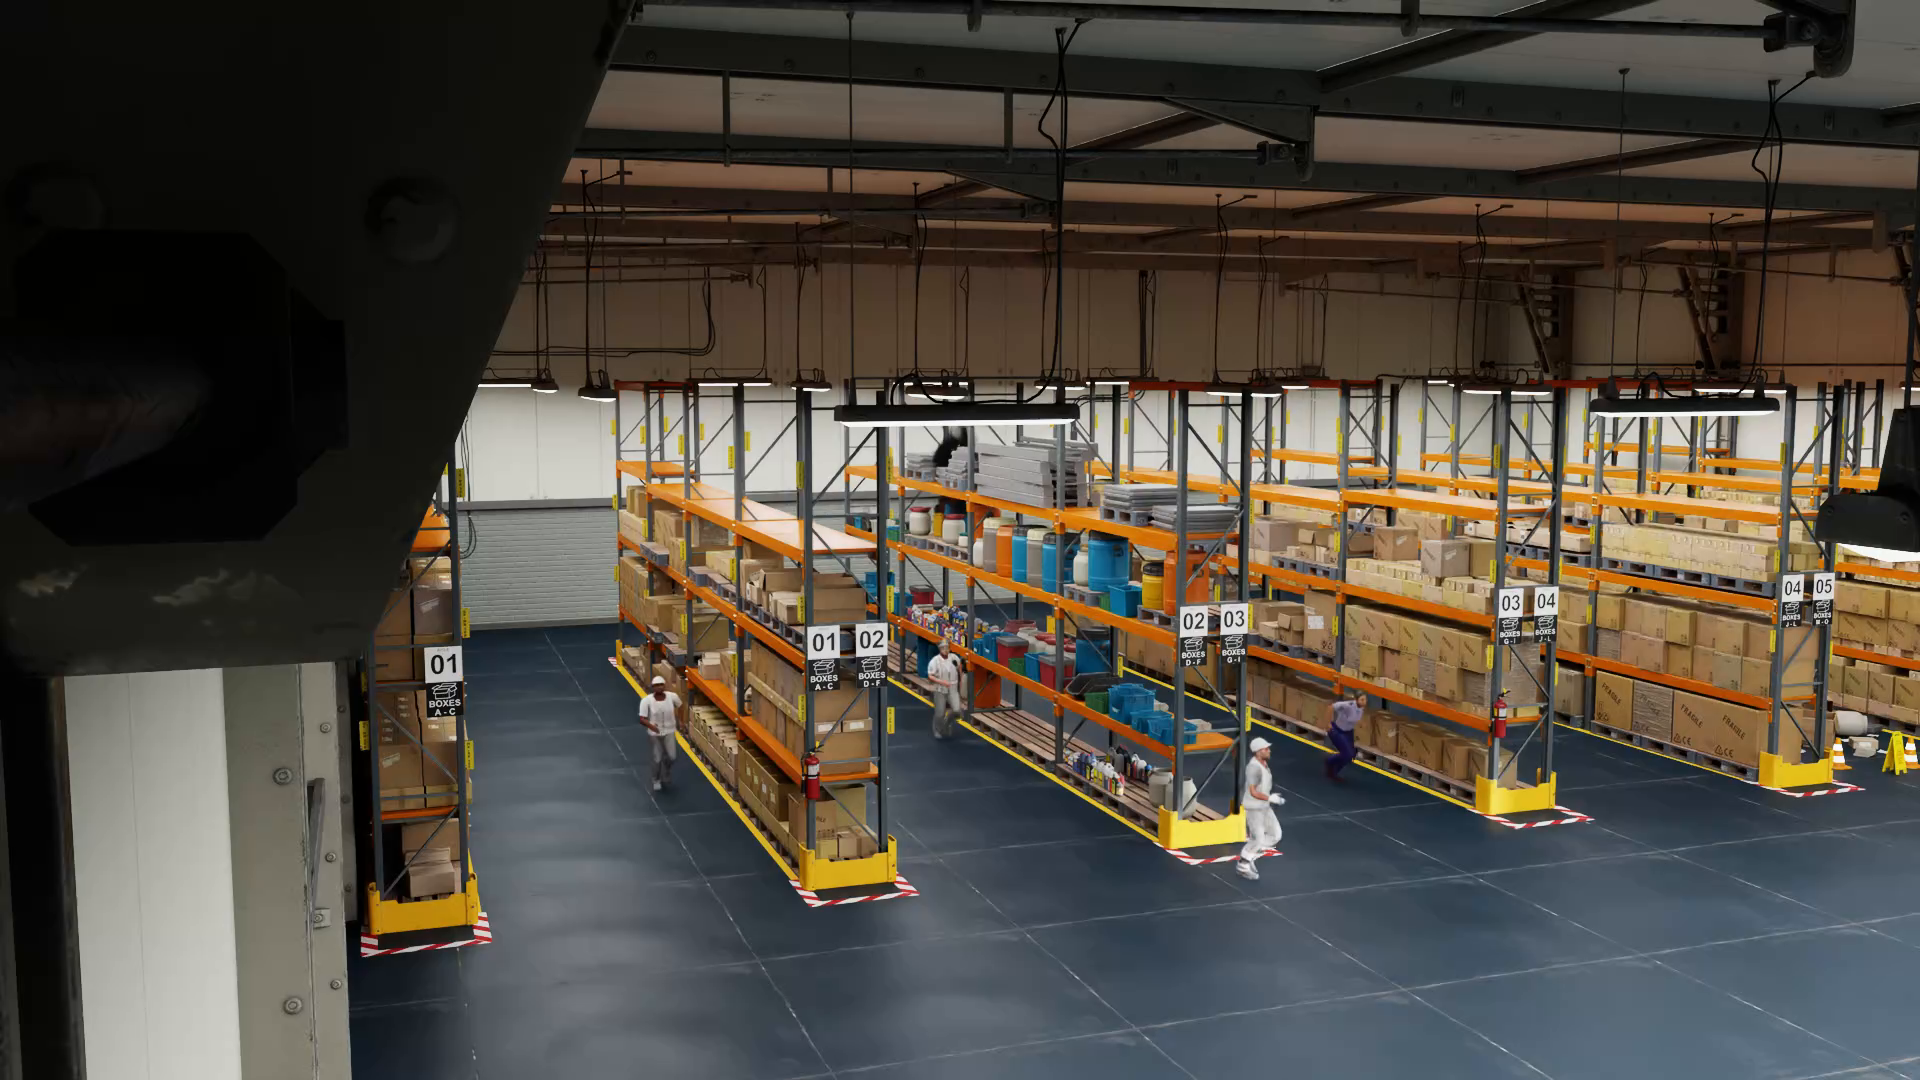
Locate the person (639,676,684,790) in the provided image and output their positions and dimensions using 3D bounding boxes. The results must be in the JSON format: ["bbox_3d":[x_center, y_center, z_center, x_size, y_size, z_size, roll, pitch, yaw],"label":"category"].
[{"bbox_3d":[-4.395,2.867,24.621,0.690,1.726,0.656,-2,6,-18],"label":"person"}]

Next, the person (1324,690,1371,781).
[{"bbox_3d":[5.802,2.969,25.061,0.633,1.459,0.794,-5,8,-38],"label":"person"}]

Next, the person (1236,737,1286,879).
[{"bbox_3d":[3.730,3.297,20.482,0.622,1.756,0.692,3,7,25],"label":"person"}]

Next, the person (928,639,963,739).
[{"bbox_3d":[-0.228,2.511,27.896,0.666,1.740,0.778,-2,6,-19],"label":"person"}]
